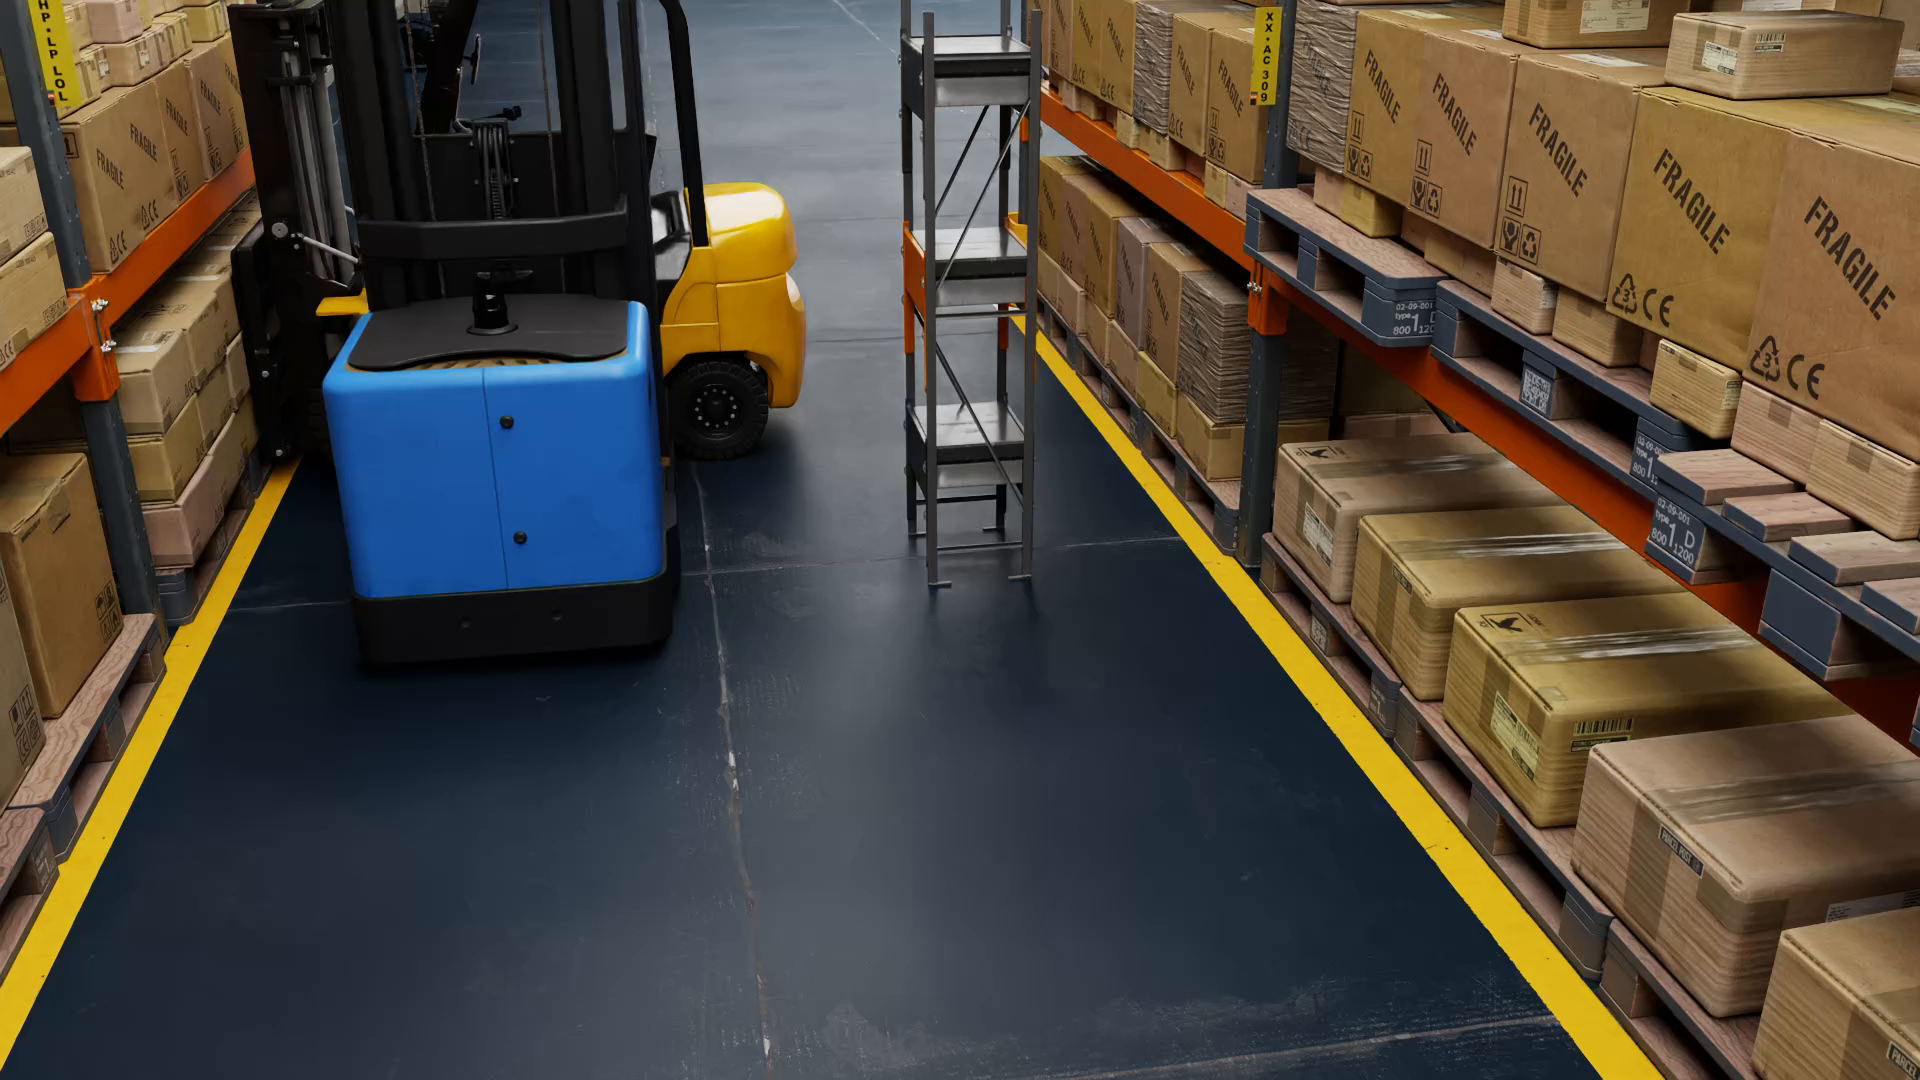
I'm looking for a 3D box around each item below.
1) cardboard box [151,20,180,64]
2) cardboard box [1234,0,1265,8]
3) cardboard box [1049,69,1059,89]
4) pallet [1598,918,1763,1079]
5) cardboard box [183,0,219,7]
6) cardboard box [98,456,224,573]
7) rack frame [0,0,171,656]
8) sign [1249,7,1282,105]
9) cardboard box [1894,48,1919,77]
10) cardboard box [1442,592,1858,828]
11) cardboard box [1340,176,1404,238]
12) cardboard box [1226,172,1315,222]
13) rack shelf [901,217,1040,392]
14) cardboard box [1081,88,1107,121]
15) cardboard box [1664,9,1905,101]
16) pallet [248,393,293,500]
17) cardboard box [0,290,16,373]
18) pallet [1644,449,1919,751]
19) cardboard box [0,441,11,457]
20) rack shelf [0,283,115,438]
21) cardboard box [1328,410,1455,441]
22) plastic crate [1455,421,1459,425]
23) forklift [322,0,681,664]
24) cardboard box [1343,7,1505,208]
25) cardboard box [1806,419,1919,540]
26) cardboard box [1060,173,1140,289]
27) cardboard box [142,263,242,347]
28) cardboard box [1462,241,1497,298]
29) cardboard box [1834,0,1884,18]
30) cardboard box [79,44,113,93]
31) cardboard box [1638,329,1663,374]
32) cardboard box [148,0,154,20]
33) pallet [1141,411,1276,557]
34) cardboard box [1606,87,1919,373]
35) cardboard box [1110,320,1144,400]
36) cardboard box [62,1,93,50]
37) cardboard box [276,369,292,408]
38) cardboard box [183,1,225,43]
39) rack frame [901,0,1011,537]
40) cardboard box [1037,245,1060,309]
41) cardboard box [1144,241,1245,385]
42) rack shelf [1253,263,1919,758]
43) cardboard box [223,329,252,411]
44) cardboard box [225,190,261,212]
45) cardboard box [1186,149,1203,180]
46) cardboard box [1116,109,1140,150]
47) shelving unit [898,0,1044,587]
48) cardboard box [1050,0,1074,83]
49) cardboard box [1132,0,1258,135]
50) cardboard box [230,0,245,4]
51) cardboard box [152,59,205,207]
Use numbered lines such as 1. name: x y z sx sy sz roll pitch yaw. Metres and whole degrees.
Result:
1. cardboard box: -3.295 -1.941 6.511 0.380 0.149 0.250 -5 24 -11
2. cardboard box: 1.584 -2.548 7.090 0.700 0.500 0.500 -5 24 -11
3. cardboard box: 0.711 -2.626 9.328 0.380 0.149 0.250 -4 24 -10
4. pallet: 2.188 1.227 3.676 1.003 0.211 1.213 -4 24 -10
5. cardboard box: -3.418 -2.380 7.145 0.380 0.149 0.250 -4 24 -9
6. cardboard box: -3.050 -0.095 6.130 0.500 0.250 0.500 -4 24 -9
7. rack frame: -3.286 -0.947 5.172 1.000 3.000 0.127 -4 24 -10
8. sign: 1.059 -1.670 5.744 0.100 0.325 0.005 -4 24 -10
9. cardboard box: 2.182 -0.922 4.092 0.500 0.500 0.500 -5 24 -12
10. cardboard box: 1.957 0.457 4.713 0.950 0.372 0.625 -4 24 -8
11. cardboard box: 1.420 -1.054 5.205 0.380 0.149 0.250 -4 24 -9
12. cardboard box: 1.232 -1.305 6.304 0.380 0.149 0.250 -5 24 -10
13. rack shelf: 0.031 -0.885 6.186 0.431 0.518 0.480 -4 24 -10
14. cardboard box: 0.823 -2.214 8.387 0.380 0.149 0.250 -4 24 -8
15. cardboard box: 1.751 -1.037 3.546 0.380 0.149 0.250 -5 24 -12
16. pallet: -3.621 -0.466 7.554 1.003 0.211 1.213 -4 24 -10
17. cardboard box: -2.838 -0.503 4.340 0.500 0.250 0.500 -4 24 -10
18. pallet: 2.094 0.073 3.076 1.213 0.211 1.003 -4 24 -10
19. cardboard box: -3.578 -0.285 5.942 0.500 0.250 0.500 -5 24 -11
20. rack shelf: -2.916 0.169 3.514 1.077 0.370 4.000 -4 24 -10
21. cardboard box: 1.747 -0.501 7.060 0.500 0.250 0.500 -5 24 -12
22. plastic crate: 2.107 -0.657 8.153 0.402 0.080 0.583 -13 27 -28
23. forklift: -1.767 -1.484 6.485 1.130 2.935 3.031 -4 24 -9
24. cardboard box: 1.489 -1.288 4.931 0.500 0.500 0.500 -4 24 -10
25. cardboard box: 1.828 -0.128 3.084 0.380 0.149 0.250 -5 24 -10
26. cardboard box: 0.835 -1.613 8.670 0.500 0.500 0.500 -5 24 -12
27. cardboard box: -3.255 -0.948 6.835 0.500 0.250 0.500 -3 24 -8
28. cardboard box: 1.598 -0.746 4.501 0.380 0.149 0.250 -4 24 -9
29. cardboard box: 5.811 -3.222 10.192 0.875 0.550 0.550 -4 24 -10
30. cardboard box: -3.212 -1.638 5.816 0.380 0.149 0.250 -4 24 -10
31. cardboard box: 1.802 -0.443 3.805 0.380 0.149 0.250 -4 24 -9
32. cardboard box: -3.370 -2.075 6.446 0.380 0.149 0.250 -4 24 -10
33. pallet: 1.432 -0.300 7.173 1.003 0.211 1.213 -4 24 -10
34. cardboard box: 1.773 -0.677 3.530 0.500 0.500 0.500 -6 24 -13
35. cardboard box: 1.020 -0.870 7.906 0.500 0.250 0.500 -4 24 -9
36. cardboard box: -3.247 -1.770 5.748 0.380 0.149 0.250 -5 24 -11
37. cardboard box: -3.344 -0.695 7.505 0.500 0.250 0.500 -4 24 -8
38. cardboard box: -3.425 -2.246 7.208 0.380 0.149 0.250 -4 24 -9
39. rack frame: -0.015 -0.993 6.400 0.400 2.100 0.015 -4 24 -10
40. cardboard box: 0.729 -1.484 9.311 0.500 0.250 0.500 -5 24 -10
41. cardboard box: 1.122 -1.005 7.277 0.500 0.500 0.500 -4 24 -9
42. rack shelf: 1.961 -0.200 4.359 1.077 0.370 4.000 -4 24 -10
43. cardboard box: -3.249 -0.719 6.934 0.500 0.250 0.500 -5 24 -10
44. cardboard box: -3.534 -1.553 8.219 0.500 0.250 0.500 -4 24 -9
45. cardboard box: 1.175 -1.610 7.002 0.380 0.149 0.250 -5 24 -10
46. cardboard box: 0.940 -1.906 7.680 0.380 0.149 0.250 -4 24 -9
47. shelving unit: 0.031 -0.897 6.181 0.431 2.100 0.503 -4 24 -10
48. cardboard box: 0.765 -2.661 8.599 0.500 0.500 0.500 -4 24 -8
49. cardboard box: 1.062 -2.061 7.224 0.500 0.500 0.500 -4 24 -8
50. cardboard box: -3.622 -2.543 7.890 0.380 0.149 0.250 -4 24 -9
51. cardboard box: -3.319 -1.590 6.518 0.500 0.500 0.500 -5 24 -10
